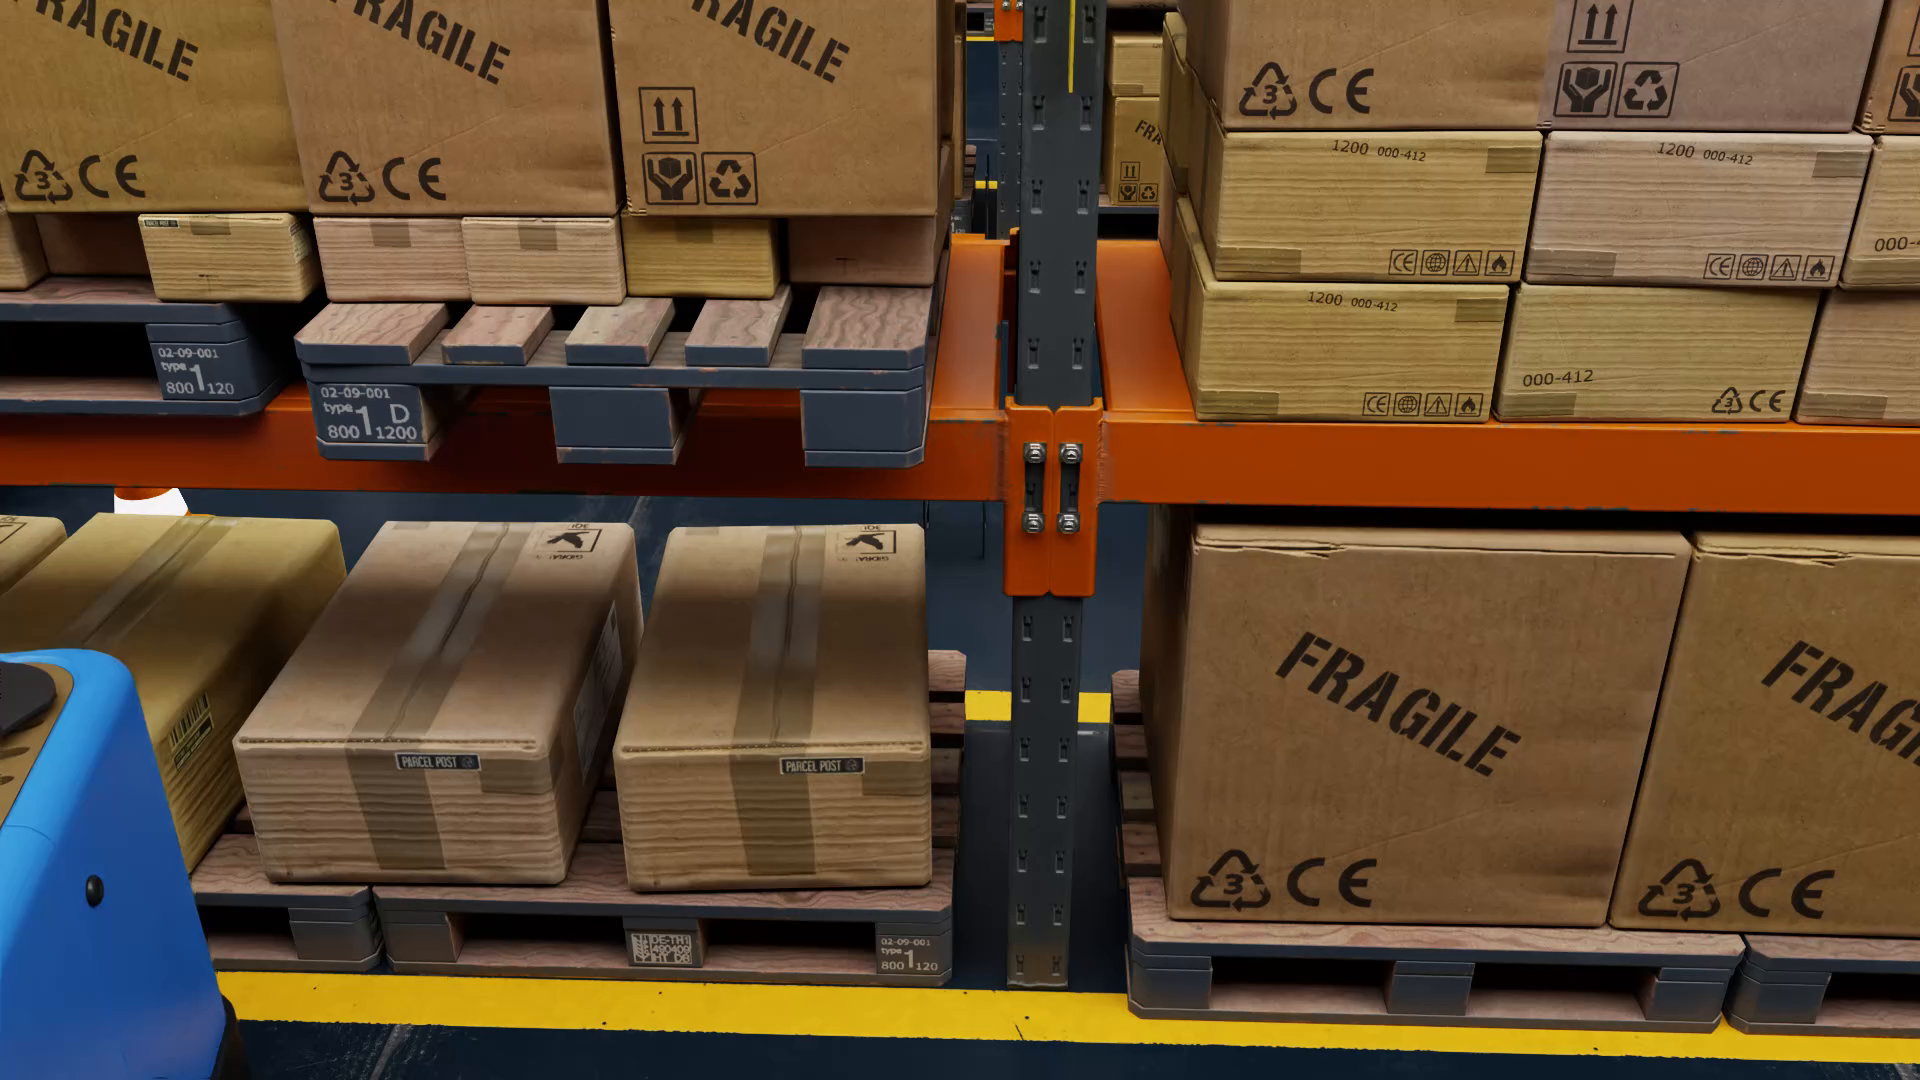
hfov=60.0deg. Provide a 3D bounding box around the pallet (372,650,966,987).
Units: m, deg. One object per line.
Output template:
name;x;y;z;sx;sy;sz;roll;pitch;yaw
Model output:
pallet;-0.602;0.600;3.893;1.213;0.211;1.003;1;28;2

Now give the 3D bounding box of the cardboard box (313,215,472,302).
cardboard box;-0.932;-0.550;2.904;0.250;0.149;0.380;0;28;-1

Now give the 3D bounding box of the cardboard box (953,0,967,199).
cardboard box;-0.353;-2.181;8.115;0.750;0.750;1.050;1;28;1

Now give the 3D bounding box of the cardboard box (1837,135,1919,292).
cardboard box;1.691;-0.626;2.854;0.500;0.250;0.500;1;28;2

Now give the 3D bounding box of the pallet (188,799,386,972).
pallet;-1.818;0.579;3.933;1.213;0.211;1.003;1;28;2

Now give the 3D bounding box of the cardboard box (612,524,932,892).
cardboard box;-0.385;0.343;3.757;0.625;0.372;0.950;-1;28;-2

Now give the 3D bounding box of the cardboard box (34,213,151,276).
cardboard box;-1.454;-0.611;3.020;0.250;0.149;0.380;1;28;2

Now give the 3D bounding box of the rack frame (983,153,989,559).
rack frame;0.077;-0.529;4.967;0.006;1.200;0.240;1;28;2

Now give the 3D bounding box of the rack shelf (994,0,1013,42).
rack shelf;-1.746;-2.652;7.819;4.000;0.370;1.077;1;28;2

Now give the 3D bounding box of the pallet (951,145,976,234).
pallet;-0.533;-1.753;8.332;1.213;0.211;1.003;1;28;2

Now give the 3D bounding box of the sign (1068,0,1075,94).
sign;0.169;-0.841;2.482;0.005;0.325;0.100;1;28;2

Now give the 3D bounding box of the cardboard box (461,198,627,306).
cardboard box;-0.681;-0.542;2.890;0.250;0.149;0.380;1;28;1

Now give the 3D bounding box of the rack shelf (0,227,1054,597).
rack shelf;-1.820;-0.334;3.445;4.000;0.370;1.077;1;28;2

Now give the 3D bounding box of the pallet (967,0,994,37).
pallet;-0.252;-4.039;12.643;1.213;0.211;1.003;1;28;2

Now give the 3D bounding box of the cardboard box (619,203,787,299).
cardboard box;-0.427;-0.559;2.921;0.250;0.149;0.380;1;28;3

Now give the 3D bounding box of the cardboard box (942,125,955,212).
cardboard box;-0.139;-0.785;3.349;0.250;0.149;0.380;-1;28;-1

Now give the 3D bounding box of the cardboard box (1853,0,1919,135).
cardboard box;1.676;-0.962;2.688;0.500;0.500;0.500;2;28;3

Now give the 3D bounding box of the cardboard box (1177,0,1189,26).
cardboard box;0.705;-1.218;3.171;0.500;0.500;0.500;0;28;0

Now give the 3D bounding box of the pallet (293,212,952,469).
pallet;-0.537;-0.496;3.187;1.003;0.211;1.213;1;28;2

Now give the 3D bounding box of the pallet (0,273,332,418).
pallet;-1.801;-0.547;3.284;1.213;0.211;1.003;1;28;2

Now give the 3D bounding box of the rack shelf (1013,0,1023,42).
rack shelf;2.251;-2.586;7.694;4.000;0.370;1.077;1;28;2

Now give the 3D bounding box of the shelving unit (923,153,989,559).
shelving unit;-0.014;-0.530;4.969;0.189;1.200;0.258;1;28;2

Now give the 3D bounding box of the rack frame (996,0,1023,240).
rack frame;0.253;-2.937;7.588;0.127;3.000;1.000;1;28;2

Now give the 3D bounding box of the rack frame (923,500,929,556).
rack frame;-0.106;-0.532;4.972;0.006;1.200;0.240;1;28;2

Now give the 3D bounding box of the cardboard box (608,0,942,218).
cardboard box;-0.285;-0.857;2.791;0.500;0.500;0.500;0;28;0

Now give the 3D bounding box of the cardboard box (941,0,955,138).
cardboard box;-0.263;-1.095;3.241;0.500;0.500;0.500;0;28;0

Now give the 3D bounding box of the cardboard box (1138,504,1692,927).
cardboard box;0.866;0.185;3.518;0.875;0.875;0.875;1;28;1

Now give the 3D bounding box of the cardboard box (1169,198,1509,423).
cardboard box;0.659;-0.426;3.012;0.500;0.250;0.500;0;28;1

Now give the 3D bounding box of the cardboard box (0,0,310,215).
cardboard box;-1.307;-0.868;2.812;0.500;0.500;0.500;-1;28;-2

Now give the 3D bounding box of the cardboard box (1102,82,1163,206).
cardboard box;0.951;-1.887;7.828;0.500;0.500;0.500;0;28;0

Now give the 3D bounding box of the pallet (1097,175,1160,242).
pallet;1.034;-1.691;8.215;1.213;0.211;1.003;1;28;2

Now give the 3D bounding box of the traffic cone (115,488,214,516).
traffic cone;-2.530;-0.198;5.130;0.334;0.463;0.336;1;28;2

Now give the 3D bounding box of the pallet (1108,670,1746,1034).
pallet;0.964;0.662;3.776;1.213;0.211;1.003;1;28;2

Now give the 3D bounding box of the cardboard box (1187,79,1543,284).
cardboard box;0.677;-0.649;2.898;0.500;0.250;0.500;1;28;1

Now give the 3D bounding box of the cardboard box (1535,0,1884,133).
cardboard box;1.159;-0.978;2.718;0.500;0.500;0.500;1;28;2

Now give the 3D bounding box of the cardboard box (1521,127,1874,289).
cardboard box;1.193;-0.640;2.881;0.500;0.250;0.500;2;28;3

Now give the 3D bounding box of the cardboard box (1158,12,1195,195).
cardboard box;0.672;-0.884;3.341;0.500;0.250;0.500;1;28;2

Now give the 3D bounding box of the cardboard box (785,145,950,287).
cardboard box;-0.157;-0.588;2.977;0.250;0.149;0.380;2;28;4

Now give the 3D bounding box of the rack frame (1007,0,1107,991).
rack frame;0.179;-0.618;3.214;0.127;3.000;1.000;1;28;2

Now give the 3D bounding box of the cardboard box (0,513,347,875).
cardboard box;-1.881;0.319;3.802;0.625;0.372;0.950;2;28;3

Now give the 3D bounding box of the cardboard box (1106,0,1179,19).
cardboard box;0.945;-2.461;8.109;0.500;0.250;0.500;0;28;1

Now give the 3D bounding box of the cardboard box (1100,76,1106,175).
cardboard box;0.920;-2.130;8.285;0.500;0.500;0.500;1;28;2

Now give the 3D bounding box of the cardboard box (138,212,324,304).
cardboard box;-1.208;-0.548;2.901;0.250;0.149;0.380;1;28;3

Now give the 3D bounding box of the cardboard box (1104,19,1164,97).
cardboard box;0.933;-2.225;7.664;0.500;0.250;0.500;0;28;-1

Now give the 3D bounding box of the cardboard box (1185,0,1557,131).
cardboard box;0.663;-0.982;2.725;0.500;0.500;0.500;0;28;0

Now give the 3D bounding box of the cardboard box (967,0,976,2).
cardboard box;-0.142;-4.349;12.450;0.500;0.500;0.700;0;28;-1

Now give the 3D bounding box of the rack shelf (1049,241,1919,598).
rack shelf;2.178;-0.267;3.320;4.000;0.370;1.077;1;28;2

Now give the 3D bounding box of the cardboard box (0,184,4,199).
cardboard box;-1.852;-0.878;2.830;0.500;0.500;0.500;0;28;0

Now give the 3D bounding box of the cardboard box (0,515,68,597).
cardboard box;-2.576;0.309;3.822;0.625;0.372;0.950;3;28;5

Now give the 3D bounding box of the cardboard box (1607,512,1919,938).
cardboard box;1.758;0.202;3.487;0.875;0.875;0.875;1;28;2

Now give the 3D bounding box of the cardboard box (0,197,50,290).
cardboard box;-1.708;-0.577;2.955;0.250;0.149;0.380;0;28;0

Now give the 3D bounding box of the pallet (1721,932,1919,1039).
pallet;2.180;0.683;3.735;1.213;0.211;1.003;1;28;2

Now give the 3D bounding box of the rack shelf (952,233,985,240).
rack shelf;-0.014;-0.809;4.822;0.180;0.103;0.258;1;28;2

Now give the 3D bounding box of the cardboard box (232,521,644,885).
cardboard box;-1.123;0.335;3.773;0.625;0.372;0.950;0;28;1

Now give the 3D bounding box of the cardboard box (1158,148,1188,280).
cardboard box;0.694;-0.665;3.462;0.500;0.250;0.500;0;28;0

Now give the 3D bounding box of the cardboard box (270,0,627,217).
cardboard box;-0.802;-0.860;2.798;0.500;0.500;0.500;1;28;1

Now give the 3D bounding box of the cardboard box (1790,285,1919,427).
cardboard box;1.697;-0.415;2.990;0.500;0.250;0.500;2;28;3

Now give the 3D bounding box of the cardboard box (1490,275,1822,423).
cardboard box;1.173;-0.426;3.011;0.500;0.250;0.500;0;28;0
